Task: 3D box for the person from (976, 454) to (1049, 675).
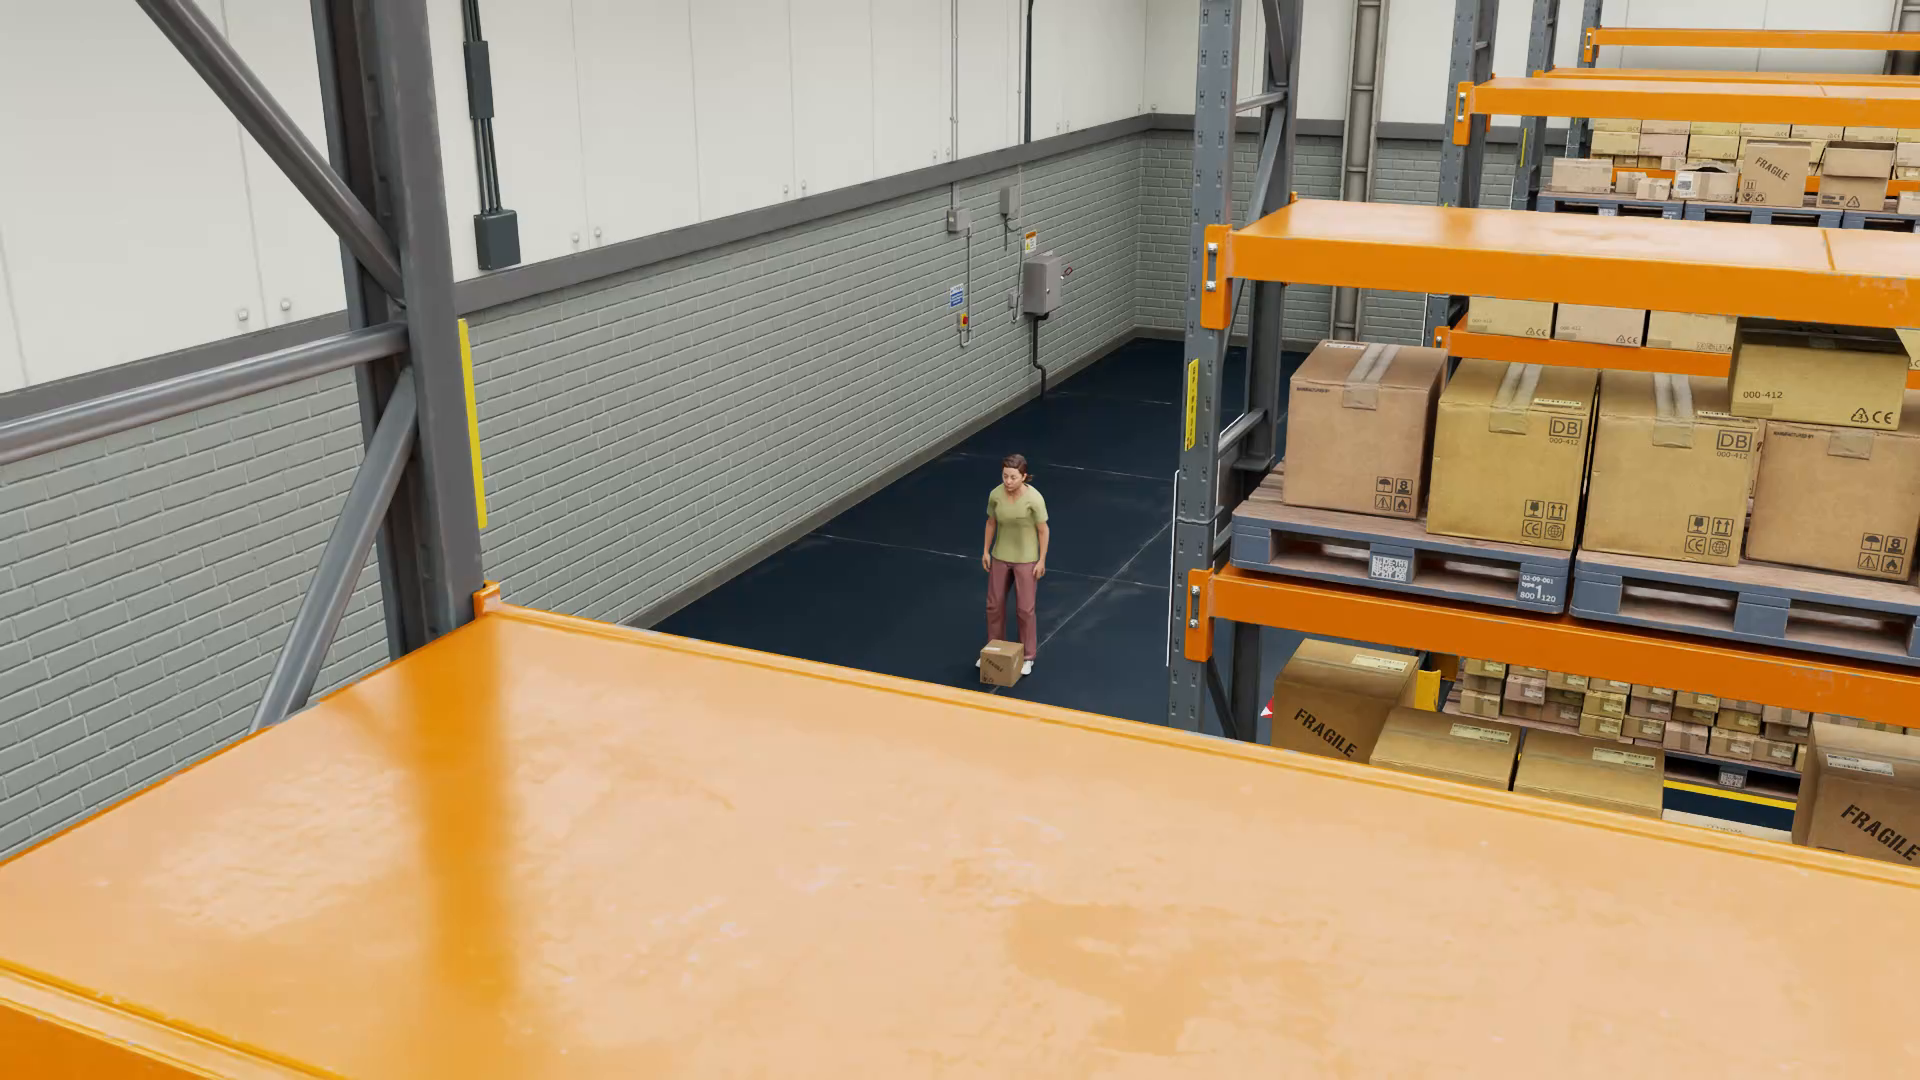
[{"bbox_3d":[0.395,0.172,12.248,0.499,1.652,0.342,8,21,23],"label":"person"}]
